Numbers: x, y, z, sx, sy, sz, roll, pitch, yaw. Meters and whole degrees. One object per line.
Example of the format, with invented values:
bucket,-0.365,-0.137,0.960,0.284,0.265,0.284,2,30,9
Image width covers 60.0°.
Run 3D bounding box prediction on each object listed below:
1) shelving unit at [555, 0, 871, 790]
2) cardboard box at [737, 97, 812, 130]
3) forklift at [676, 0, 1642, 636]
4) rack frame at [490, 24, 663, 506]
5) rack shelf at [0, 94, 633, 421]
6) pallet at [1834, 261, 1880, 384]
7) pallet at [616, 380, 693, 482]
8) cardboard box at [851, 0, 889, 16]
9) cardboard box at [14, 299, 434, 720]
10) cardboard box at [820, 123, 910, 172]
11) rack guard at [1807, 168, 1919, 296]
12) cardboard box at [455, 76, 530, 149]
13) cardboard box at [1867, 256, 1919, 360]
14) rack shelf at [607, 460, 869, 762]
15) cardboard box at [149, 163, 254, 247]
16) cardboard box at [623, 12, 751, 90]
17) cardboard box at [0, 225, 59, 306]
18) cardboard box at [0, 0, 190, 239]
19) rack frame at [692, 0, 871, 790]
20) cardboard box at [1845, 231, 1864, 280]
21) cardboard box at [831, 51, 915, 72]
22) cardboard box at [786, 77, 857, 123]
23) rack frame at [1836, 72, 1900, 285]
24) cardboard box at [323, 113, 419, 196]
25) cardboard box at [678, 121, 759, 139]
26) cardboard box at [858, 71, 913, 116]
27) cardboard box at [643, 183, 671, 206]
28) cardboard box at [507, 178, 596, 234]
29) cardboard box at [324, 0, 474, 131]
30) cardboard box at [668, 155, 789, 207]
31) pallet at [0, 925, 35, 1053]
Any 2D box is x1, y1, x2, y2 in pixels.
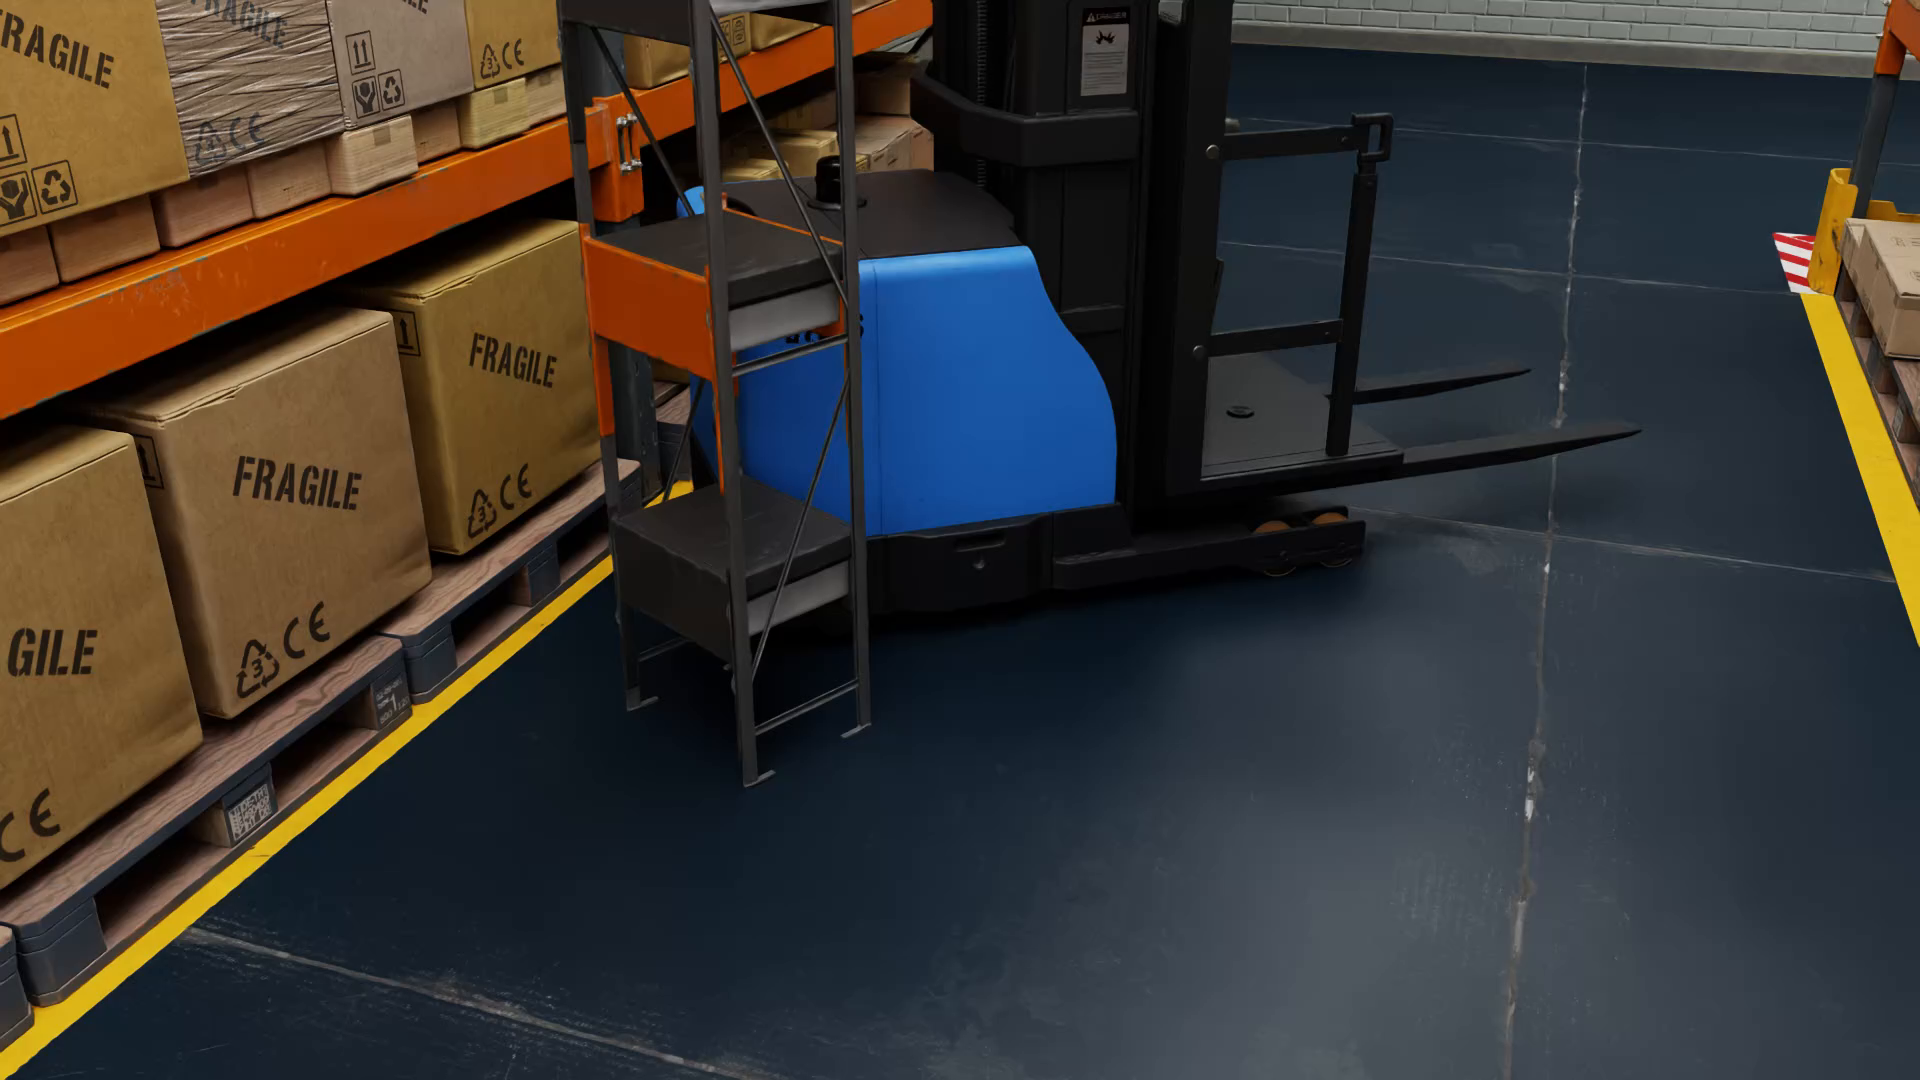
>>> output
shelving unit,-0.546,-0.481,3.834,0.431,2.100,0.503,-23,34,-39
cardboard box,-0.864,-1.818,7.205,0.380,0.149,0.250,9,27,18
forklift,0.715,-1.418,4.815,3.031,2.935,1.130,-8,27,-16
rack frame,-1.490,-1.561,5.032,1.000,3.000,0.127,9,27,17
rack shelf,-2.155,-0.416,3.492,1.077,0.370,4.000,9,27,17
pallet,4.224,-0.874,6.813,1.003,0.211,1.213,9,27,17
pallet,-1.163,-0.607,6.262,1.003,0.211,1.213,9,27,17
cardboard box,-0.813,-2.516,6.661,0.980,0.700,0.700,7,27,15
cardboard box,-1.876,-0.131,4.063,0.750,0.750,0.750,10,27,19
cardboard box,-0.630,-1.554,7.405,0.700,0.500,0.500,8,27,16
rack guard,4.489,-1.332,7.427,1.175,0.500,0.348,9,27,17
cardboard box,-1.397,-1.170,4.490,0.380,0.149,0.250,9,27,18
cardboard box,3.733,-0.855,6.225,0.500,0.250,0.500,9,27,17
rack shelf,-0.546,0.161,4.145,0.431,0.518,0.480,-23,34,-39
cardboard box,-1.799,-0.761,3.646,0.380,0.149,0.250,8,27,16
cardboard box,-1.294,-1.917,5.423,0.980,0.700,0.700,9,27,18
cardboard box,-1.992,-0.547,3.203,0.380,0.149,0.250,9,27,18
cardboard box,-1.902,-0.901,3.189,0.500,0.500,0.500,10,27,19
rack frame,-0.375,-0.406,3.678,0.400,2.100,0.015,-23,34,-39
cardboard box,3.968,-1.186,7.004,0.380,0.166,0.250,9,27,17
cardboard box,-0.444,-2.339,8.281,0.380,0.149,0.250,9,27,18
cardboard box,-0.696,-2.028,7.639,0.380,0.149,0.250,9,27,18
rack frame,4.514,-2.488,6.947,1.000,3.000,0.127,9,27,17
cardboard box,-1.558,-0.953,4.042,0.380,0.149,0.250,9,27,17
cardboard box,-1.034,-1.608,6.771,0.380,0.149,0.250,9,27,18
cardboard box,-0.252,-2.074,7.735,0.380,0.149,0.250,9,27,19
cardboard box,-0.974,-1.124,6.515,0.700,0.500,0.500,8,27,17
cardboard box,-1.379,-1.179,5.885,0.380,0.149,0.250,9,27,17
cardboard box,-1.566,-1.312,4.038,0.500,0.500,0.500,9,27,18
cardboard box,-0.858,-1.324,6.184,0.380,0.149,0.250,10,27,19
pallet,-2.487,1.025,2.892,1.003,0.211,1.213,9,27,17
